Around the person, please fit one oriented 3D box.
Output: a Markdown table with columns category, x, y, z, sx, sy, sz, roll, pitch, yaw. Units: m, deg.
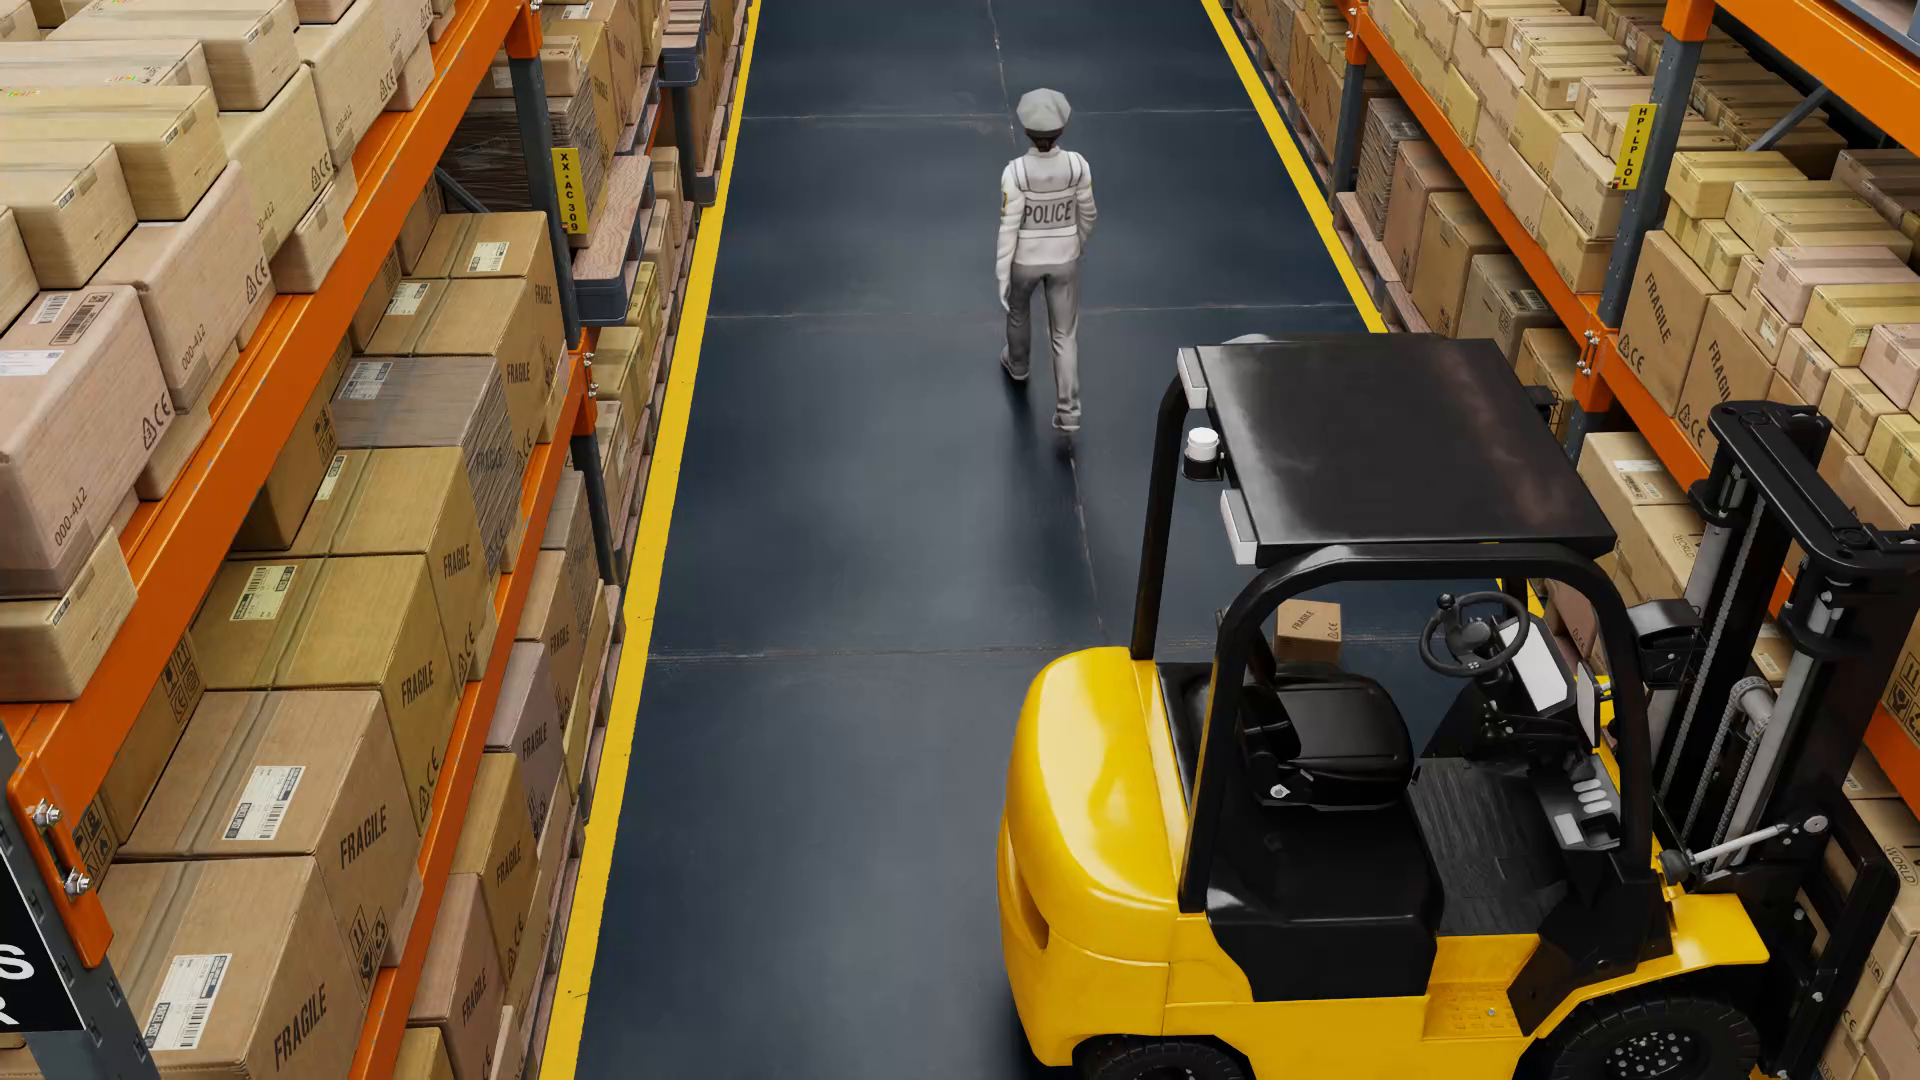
| category | x | y | z | sx | sy | sz | roll | pitch | yaw |
| --- | --- | --- | --- | --- | --- | --- | --- | --- | --- |
| person | 0.410 | -1.367 | 8.041 | 0.519 | 1.635 | 1.038 | -4 | 36 | -6 |
